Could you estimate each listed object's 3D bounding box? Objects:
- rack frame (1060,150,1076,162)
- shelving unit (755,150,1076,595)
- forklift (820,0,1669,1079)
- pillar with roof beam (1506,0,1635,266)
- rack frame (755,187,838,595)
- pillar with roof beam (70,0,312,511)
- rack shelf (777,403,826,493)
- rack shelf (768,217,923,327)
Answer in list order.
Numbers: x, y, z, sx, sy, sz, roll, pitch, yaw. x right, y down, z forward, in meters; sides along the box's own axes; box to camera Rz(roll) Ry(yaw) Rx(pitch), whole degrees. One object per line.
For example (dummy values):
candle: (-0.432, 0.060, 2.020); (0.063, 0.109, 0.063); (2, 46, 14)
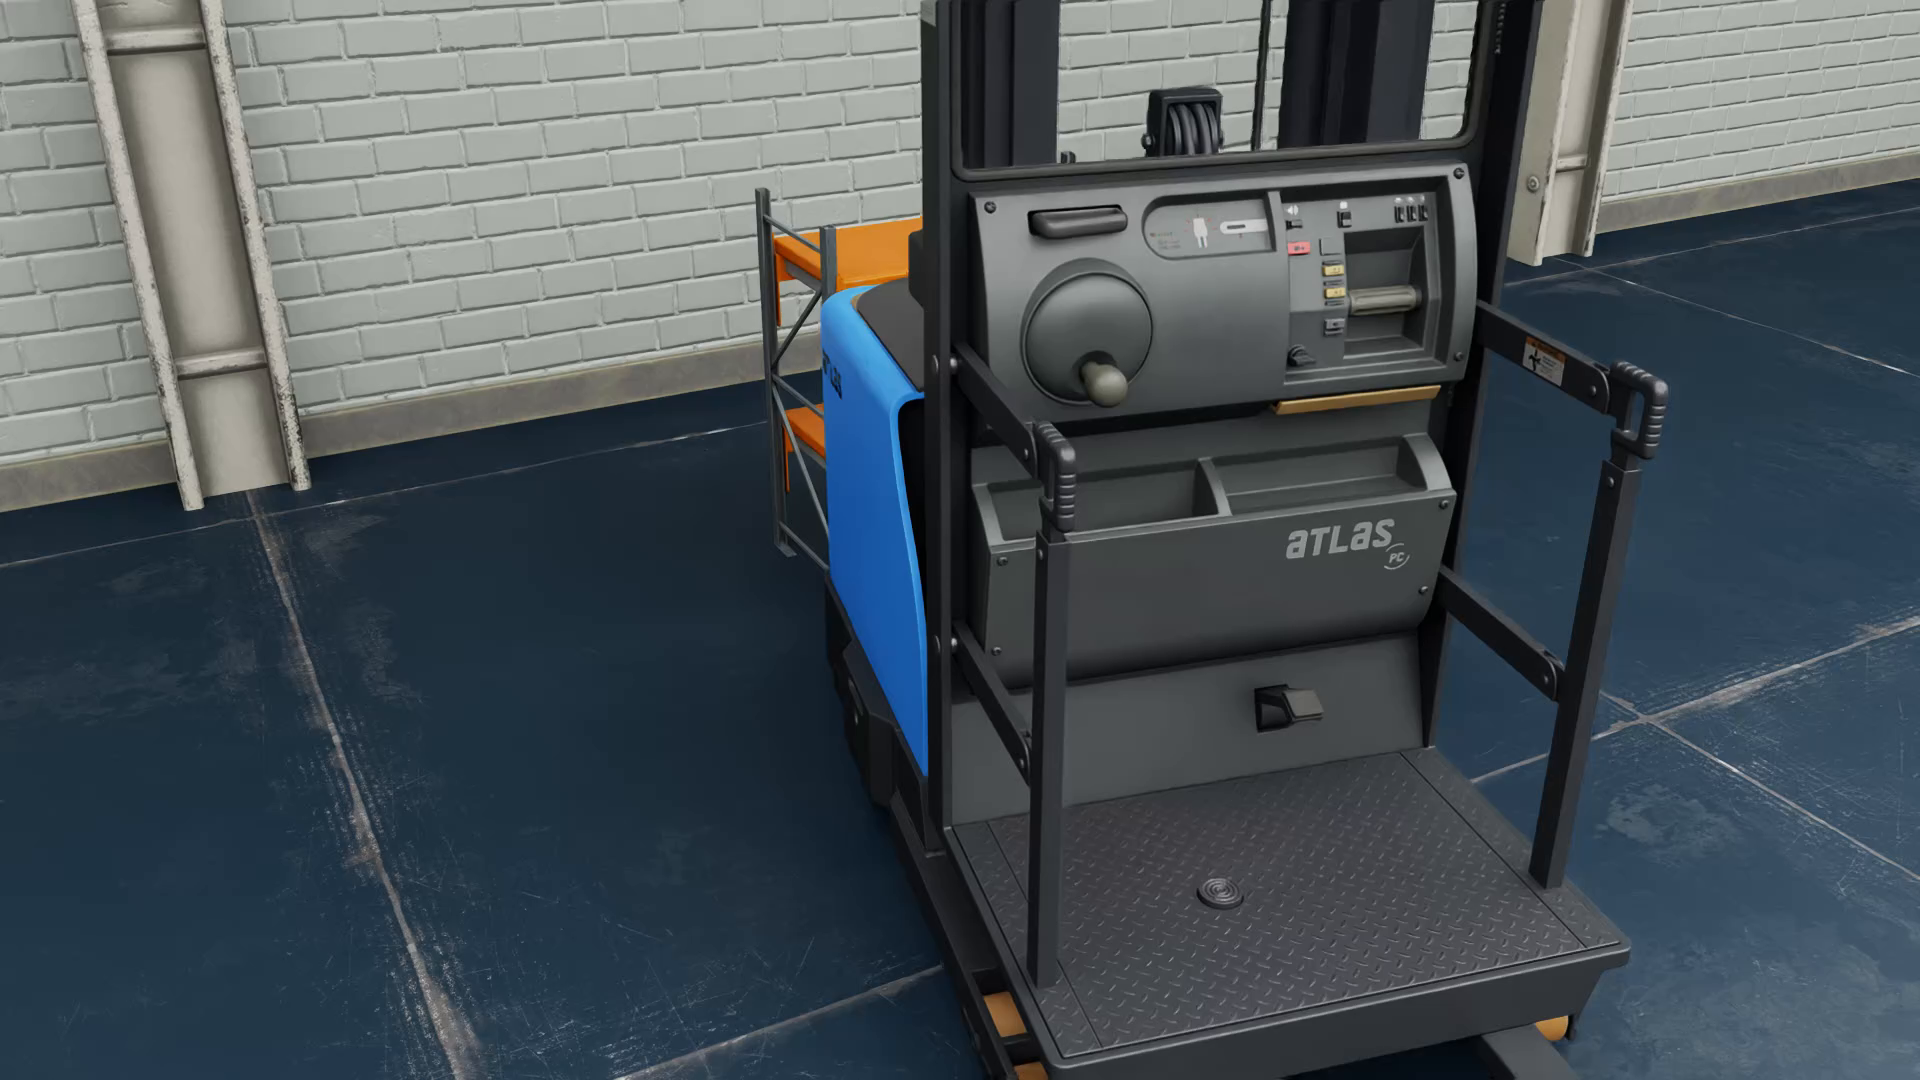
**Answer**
rack frame: (0.443, -0.609, 5.219); (0.032, 1.125, 0.500); (-13, 29, -25)
shelving unit: (-0.006, -0.506, 5.004); (1.048, 1.125, 0.538); (-13, 29, -25)
forklift: (0.541, -0.414, 2.727); (1.130, 2.935, 3.031); (-7, 27, -14)
pillar with roof beam: (4.885, -3.828, 2.827); (0.400, 9.000, 9.100); (-13, 29, -25)
rack frame: (-0.455, -0.402, 4.788); (0.032, 1.125, 0.500); (-13, 29, -25)
pillar with roof beam: (-0.410, -2.606, 0.281); (0.400, 9.000, 9.100); (-13, 29, -25)
rack shelf: (-0.006, -0.285, 5.109); (1.000, 0.278, 0.538); (-13, 29, -25)
rack shelf: (-0.006, -0.770, 4.877); (1.000, 0.278, 0.538); (-13, 29, -25)
